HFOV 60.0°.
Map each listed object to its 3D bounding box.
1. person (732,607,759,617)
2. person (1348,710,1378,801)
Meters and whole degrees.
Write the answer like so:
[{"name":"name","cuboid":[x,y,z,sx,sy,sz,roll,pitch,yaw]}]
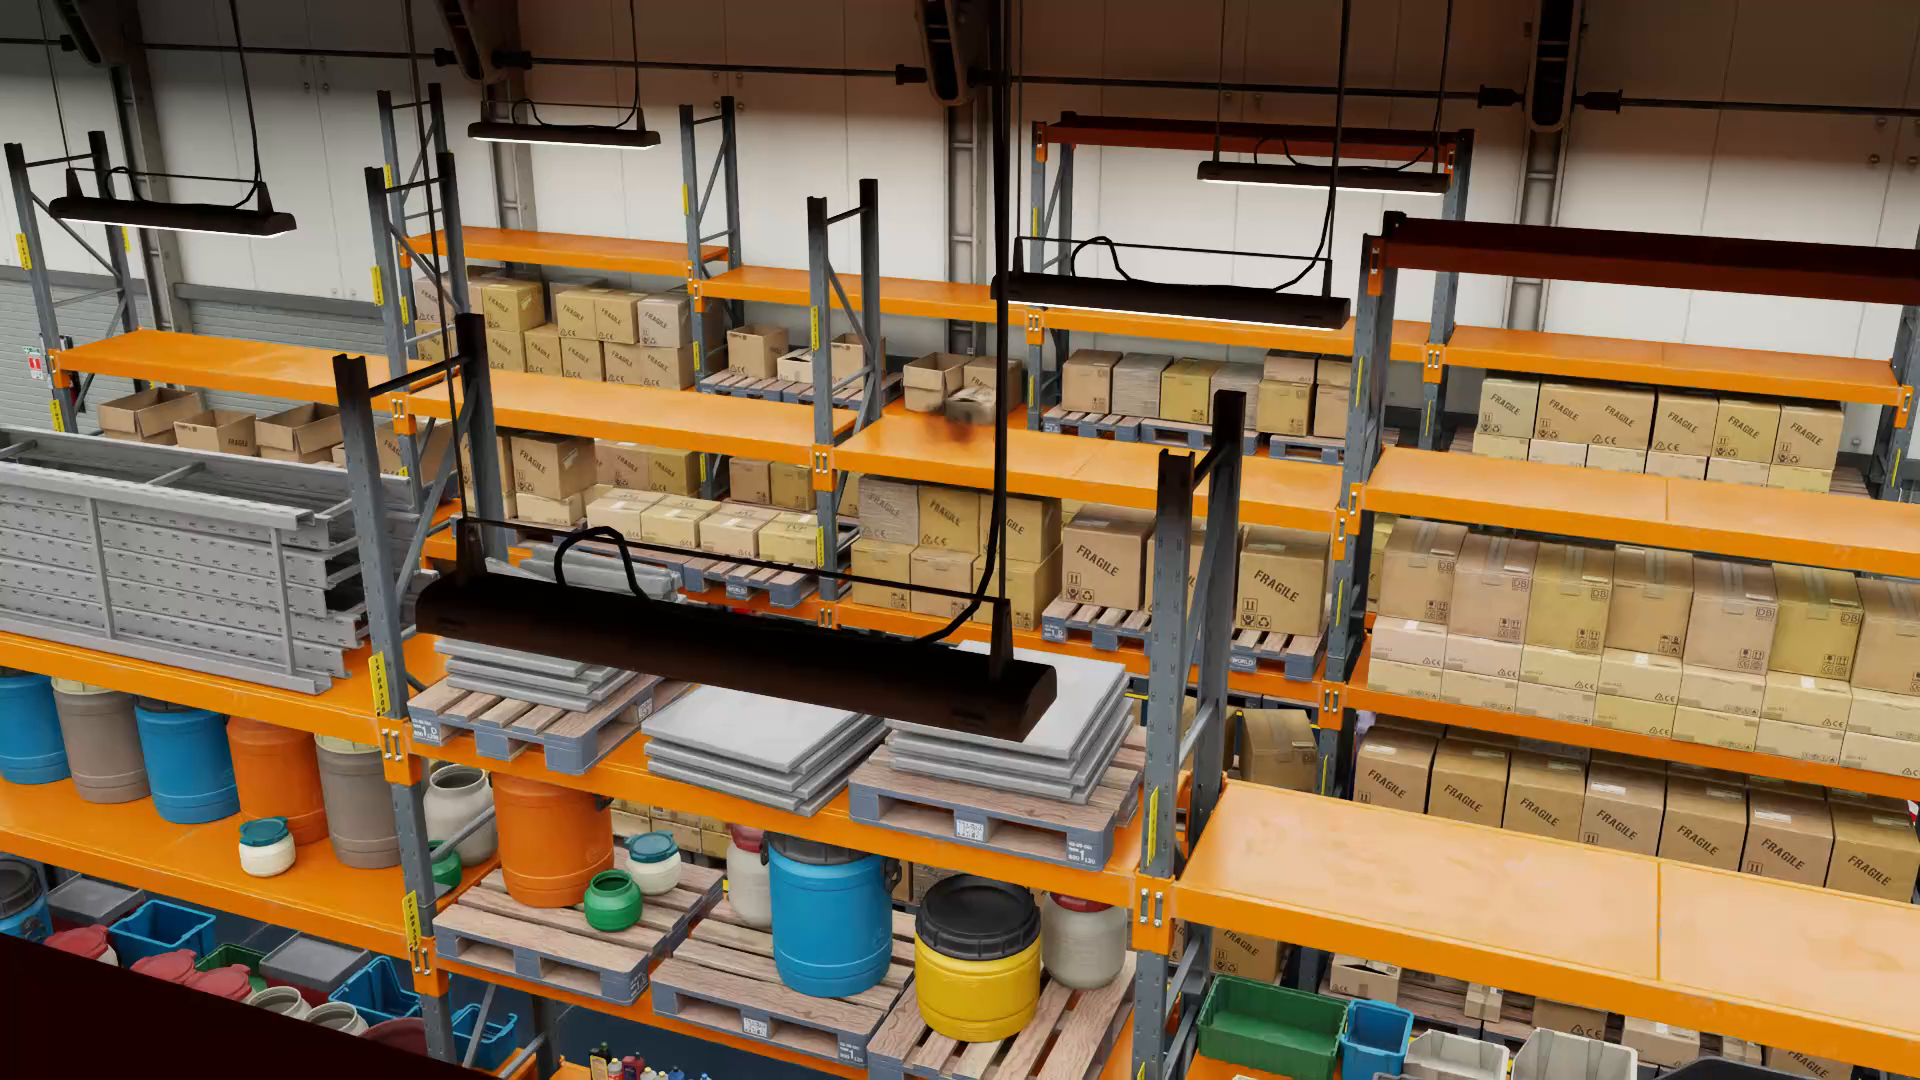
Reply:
[{"name":"person","cuboid":[-1.943,1.385,16.343,0.652,1.709,0.687,-4,21,-11]},{"name":"person","cuboid":[3.649,2.052,14.713,0.509,1.668,0.493,14,25,33]}]
